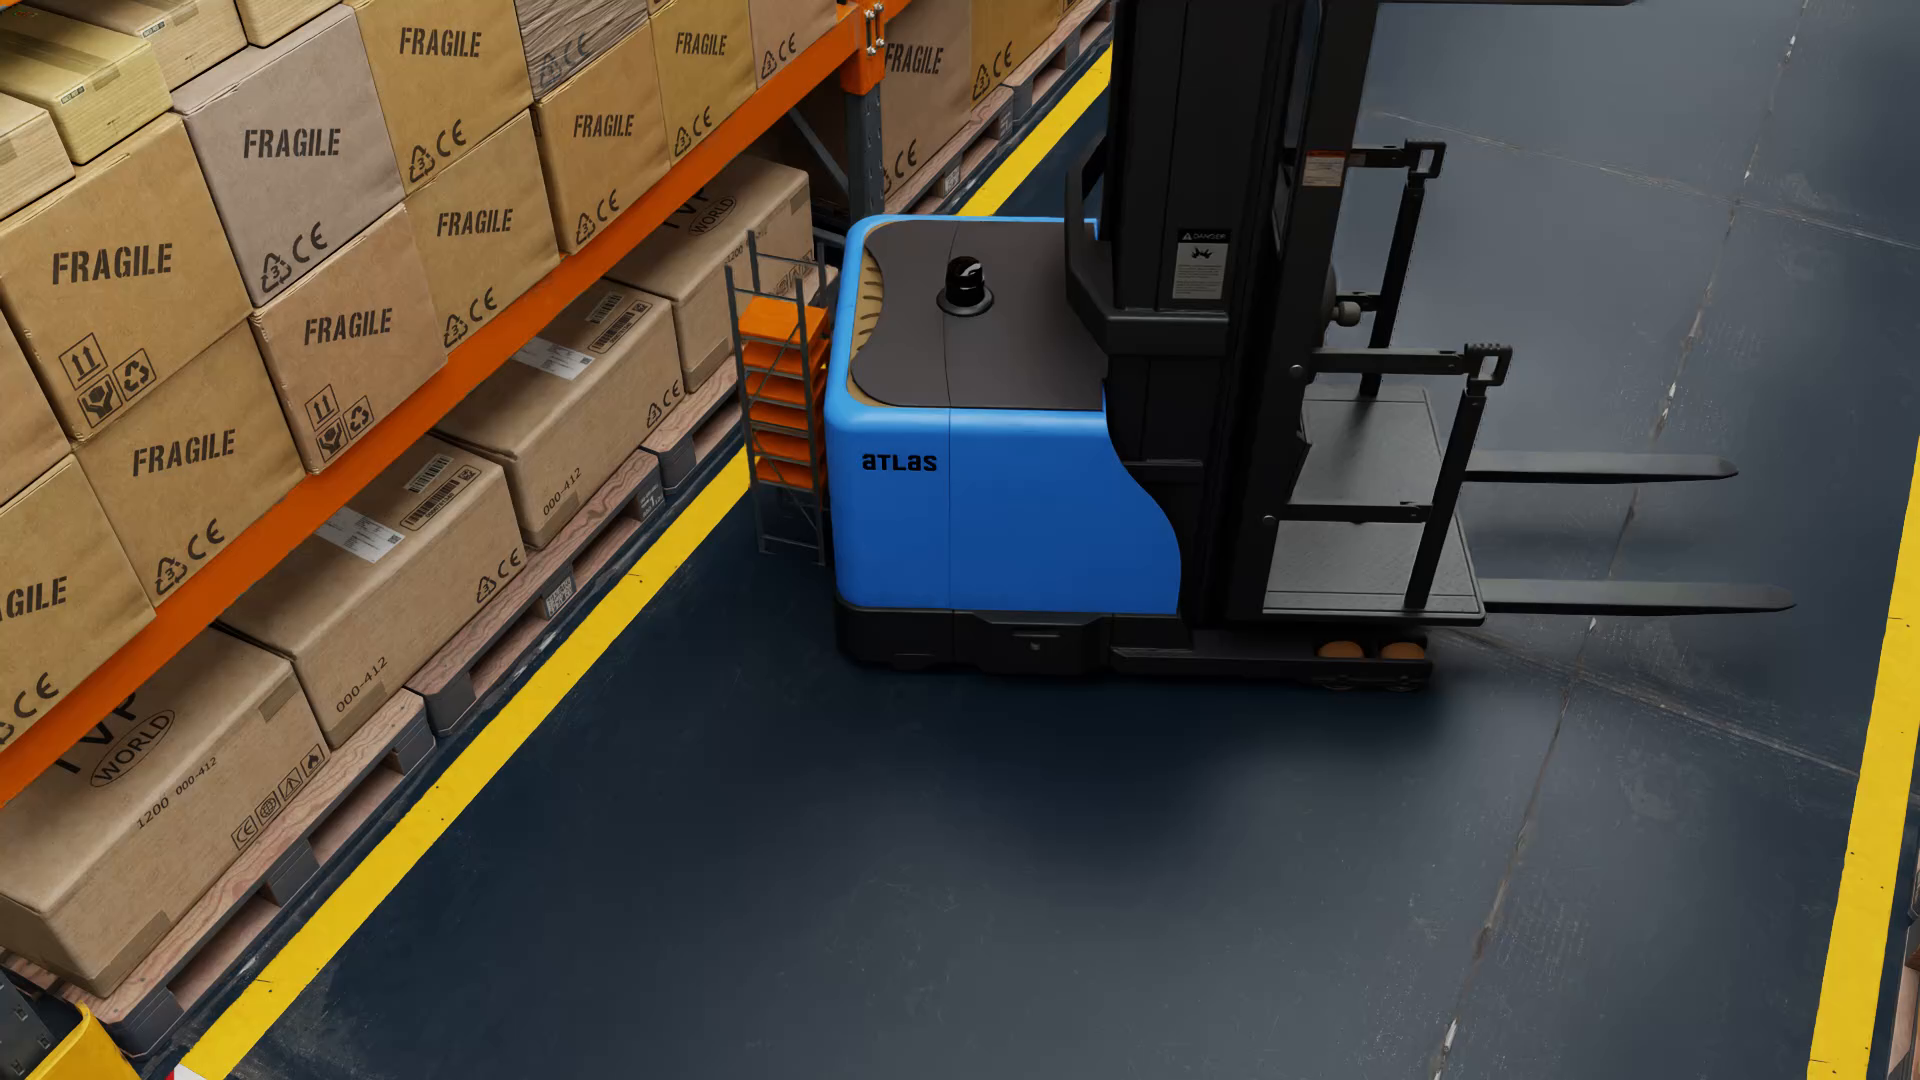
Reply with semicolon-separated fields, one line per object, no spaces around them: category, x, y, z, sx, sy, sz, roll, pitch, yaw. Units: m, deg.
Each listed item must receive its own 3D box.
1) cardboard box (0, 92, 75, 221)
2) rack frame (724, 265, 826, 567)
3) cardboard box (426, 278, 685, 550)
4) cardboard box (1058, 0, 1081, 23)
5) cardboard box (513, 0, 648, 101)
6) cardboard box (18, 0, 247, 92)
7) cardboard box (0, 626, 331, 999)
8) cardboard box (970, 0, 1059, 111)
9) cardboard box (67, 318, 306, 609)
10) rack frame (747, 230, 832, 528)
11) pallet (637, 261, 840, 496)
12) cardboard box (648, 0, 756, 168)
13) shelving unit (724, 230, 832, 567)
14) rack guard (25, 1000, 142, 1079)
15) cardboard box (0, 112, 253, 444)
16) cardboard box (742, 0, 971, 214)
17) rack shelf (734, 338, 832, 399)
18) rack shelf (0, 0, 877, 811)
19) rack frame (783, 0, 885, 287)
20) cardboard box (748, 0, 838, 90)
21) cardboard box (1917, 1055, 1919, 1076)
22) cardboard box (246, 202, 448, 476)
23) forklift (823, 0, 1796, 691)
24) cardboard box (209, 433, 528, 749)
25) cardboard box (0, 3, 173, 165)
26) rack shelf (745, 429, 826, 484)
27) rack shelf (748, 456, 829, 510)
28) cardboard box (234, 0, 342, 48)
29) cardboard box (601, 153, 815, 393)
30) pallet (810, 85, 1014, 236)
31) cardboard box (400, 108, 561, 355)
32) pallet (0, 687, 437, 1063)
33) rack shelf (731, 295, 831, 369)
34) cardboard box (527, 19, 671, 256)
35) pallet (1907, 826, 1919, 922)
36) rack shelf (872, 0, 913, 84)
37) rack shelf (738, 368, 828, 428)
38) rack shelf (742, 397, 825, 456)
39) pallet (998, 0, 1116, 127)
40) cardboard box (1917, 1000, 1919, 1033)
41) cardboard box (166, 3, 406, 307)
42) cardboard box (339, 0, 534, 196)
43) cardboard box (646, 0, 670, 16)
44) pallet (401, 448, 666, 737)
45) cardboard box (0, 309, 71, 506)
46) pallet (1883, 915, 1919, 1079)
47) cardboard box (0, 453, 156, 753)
cardboard box;-1.928;-0.743;3.146;0.380;0.149;0.250;22;49;20
rack frame;-0.572;-0.357;5.259;0.240;1.200;0.006;12;47;11
cardboard box;-1.563;-0.524;5.665;0.875;0.438;0.875;19;48;18
cardboard box;0.283;-3.154;7.957;0.875;0.875;0.875;21;49;20
cardboard box;-1.207;-1.559;4.408;0.500;0.500;0.500;21;49;20
cardboard box;-1.746;-1.098;3.496;0.380;0.149;0.250;21;49;19
cardboard box;-2.401;0.623;4.532;0.875;0.438;0.875;19;48;18
cardboard box;-0.132;-2.591;7.400;0.875;0.875;0.875;22;49;20
cardboard box;-1.931;-0.252;3.820;0.500;0.500;0.500;20;49;19
rack frame;-0.521;-0.482;5.383;0.240;1.200;0.006;12;47;11
pallet;-1.184;-0.768;6.361;1.003;0.211;1.213;20;49;19
cardboard box;-0.984;-1.534;5.087;0.500;0.500;0.500;19;48;18
shelving unit;-0.547;-0.419;5.321;0.258;1.200;0.189;12;47;11
rack guard;-2.630;1.212;4.200;1.175;0.500;0.348;20;49;19
cardboard box;-1.910;-0.604;3.465;0.500;0.500;0.500;19;48;18
cardboard box;-0.545;-2.019;6.835;0.875;0.875;0.875;22;49;20
rack shelf;-0.547;-0.557;5.182;0.258;0.103;0.180;12;47;11
rack shelf;-1.690;-0.689;4.827;1.077;0.370;4.000;20;49;19
rack frame;-0.762;-2.201;5.817;1.000;3.000;0.127;20;49;19
cardboard box;-0.750;-1.860;5.409;0.500;0.500;0.500;21;49;19
cardboard box;2.512;1.216;3.939;0.380;0.149;0.250;21;49;19
cardboard box;-1.679;-0.567;4.131;0.500;0.500;0.500;20;49;19
forklift;1.130;-0.937;4.616;3.031;2.935;1.130;1;45;1
cardboard box;-1.983;0.043;5.104;0.875;0.438;0.875;22;49;20
cardboard box;-1.821;-0.915;3.316;0.380;0.149;0.250;19;48;18
rack shelf;-0.547;-0.304;5.438;0.258;0.103;0.180;12;47;11
rack shelf;-0.547;-0.219;5.523;0.258;0.103;0.180;12;47;11
cardboard box;-1.593;-1.241;3.638;0.380;0.149;0.250;21;49;19
cardboard box;-1.148;-1.088;6.223;0.875;0.438;0.875;20;49;19
pallet;-0.470;-1.732;7.314;1.003;0.211;1.213;20;49;19
cardboard box;-1.461;-0.888;4.448;0.500;0.500;0.500;22;49;20
pallet;-2.317;0.769;4.842;1.003;0.211;1.213;20;49;19
rack shelf;-0.547;-0.641;5.096;0.258;0.103;0.180;12;47;11
cardboard box;-1.205;-1.213;4.769;0.500;0.500;0.500;20;49;18
pallet;3.389;0.784;4.827;1.003;0.211;1.213;20;49;19
rack shelf;0.167;-3.209;7.318;1.077;0.370;4.000;20;49;19
rack shelf;-0.547;-0.472;5.267;0.258;0.103;0.180;12;47;11
rack shelf;-0.547;-0.388;5.352;0.258;0.103;0.180;12;47;11
pallet;0.095;-2.504;8.076;1.003;0.211;1.213;20;49;19
cardboard box;2.650;1.178;4.186;0.380;0.149;0.250;19;48;18
cardboard box;-1.678;-0.931;3.788;0.500;0.500;0.500;20;49;19
cardboard box;-1.447;-1.246;4.099;0.500;0.500;0.500;21;49;19
cardboard box;-0.979;-1.883;4.728;0.500;0.500;0.500;20;49;18
pallet;-1.749;0.003;5.598;1.003;0.211;1.213;20;49;19
cardboard box;-2.143;-0.277;3.141;0.500;0.500;0.500;19;48;18
pallet;2.824;1.556;4.064;1.003;0.211;1.213;20;49;19
cardboard box;-2.141;0.076;3.496;0.500;0.500;0.500;20;49;19
